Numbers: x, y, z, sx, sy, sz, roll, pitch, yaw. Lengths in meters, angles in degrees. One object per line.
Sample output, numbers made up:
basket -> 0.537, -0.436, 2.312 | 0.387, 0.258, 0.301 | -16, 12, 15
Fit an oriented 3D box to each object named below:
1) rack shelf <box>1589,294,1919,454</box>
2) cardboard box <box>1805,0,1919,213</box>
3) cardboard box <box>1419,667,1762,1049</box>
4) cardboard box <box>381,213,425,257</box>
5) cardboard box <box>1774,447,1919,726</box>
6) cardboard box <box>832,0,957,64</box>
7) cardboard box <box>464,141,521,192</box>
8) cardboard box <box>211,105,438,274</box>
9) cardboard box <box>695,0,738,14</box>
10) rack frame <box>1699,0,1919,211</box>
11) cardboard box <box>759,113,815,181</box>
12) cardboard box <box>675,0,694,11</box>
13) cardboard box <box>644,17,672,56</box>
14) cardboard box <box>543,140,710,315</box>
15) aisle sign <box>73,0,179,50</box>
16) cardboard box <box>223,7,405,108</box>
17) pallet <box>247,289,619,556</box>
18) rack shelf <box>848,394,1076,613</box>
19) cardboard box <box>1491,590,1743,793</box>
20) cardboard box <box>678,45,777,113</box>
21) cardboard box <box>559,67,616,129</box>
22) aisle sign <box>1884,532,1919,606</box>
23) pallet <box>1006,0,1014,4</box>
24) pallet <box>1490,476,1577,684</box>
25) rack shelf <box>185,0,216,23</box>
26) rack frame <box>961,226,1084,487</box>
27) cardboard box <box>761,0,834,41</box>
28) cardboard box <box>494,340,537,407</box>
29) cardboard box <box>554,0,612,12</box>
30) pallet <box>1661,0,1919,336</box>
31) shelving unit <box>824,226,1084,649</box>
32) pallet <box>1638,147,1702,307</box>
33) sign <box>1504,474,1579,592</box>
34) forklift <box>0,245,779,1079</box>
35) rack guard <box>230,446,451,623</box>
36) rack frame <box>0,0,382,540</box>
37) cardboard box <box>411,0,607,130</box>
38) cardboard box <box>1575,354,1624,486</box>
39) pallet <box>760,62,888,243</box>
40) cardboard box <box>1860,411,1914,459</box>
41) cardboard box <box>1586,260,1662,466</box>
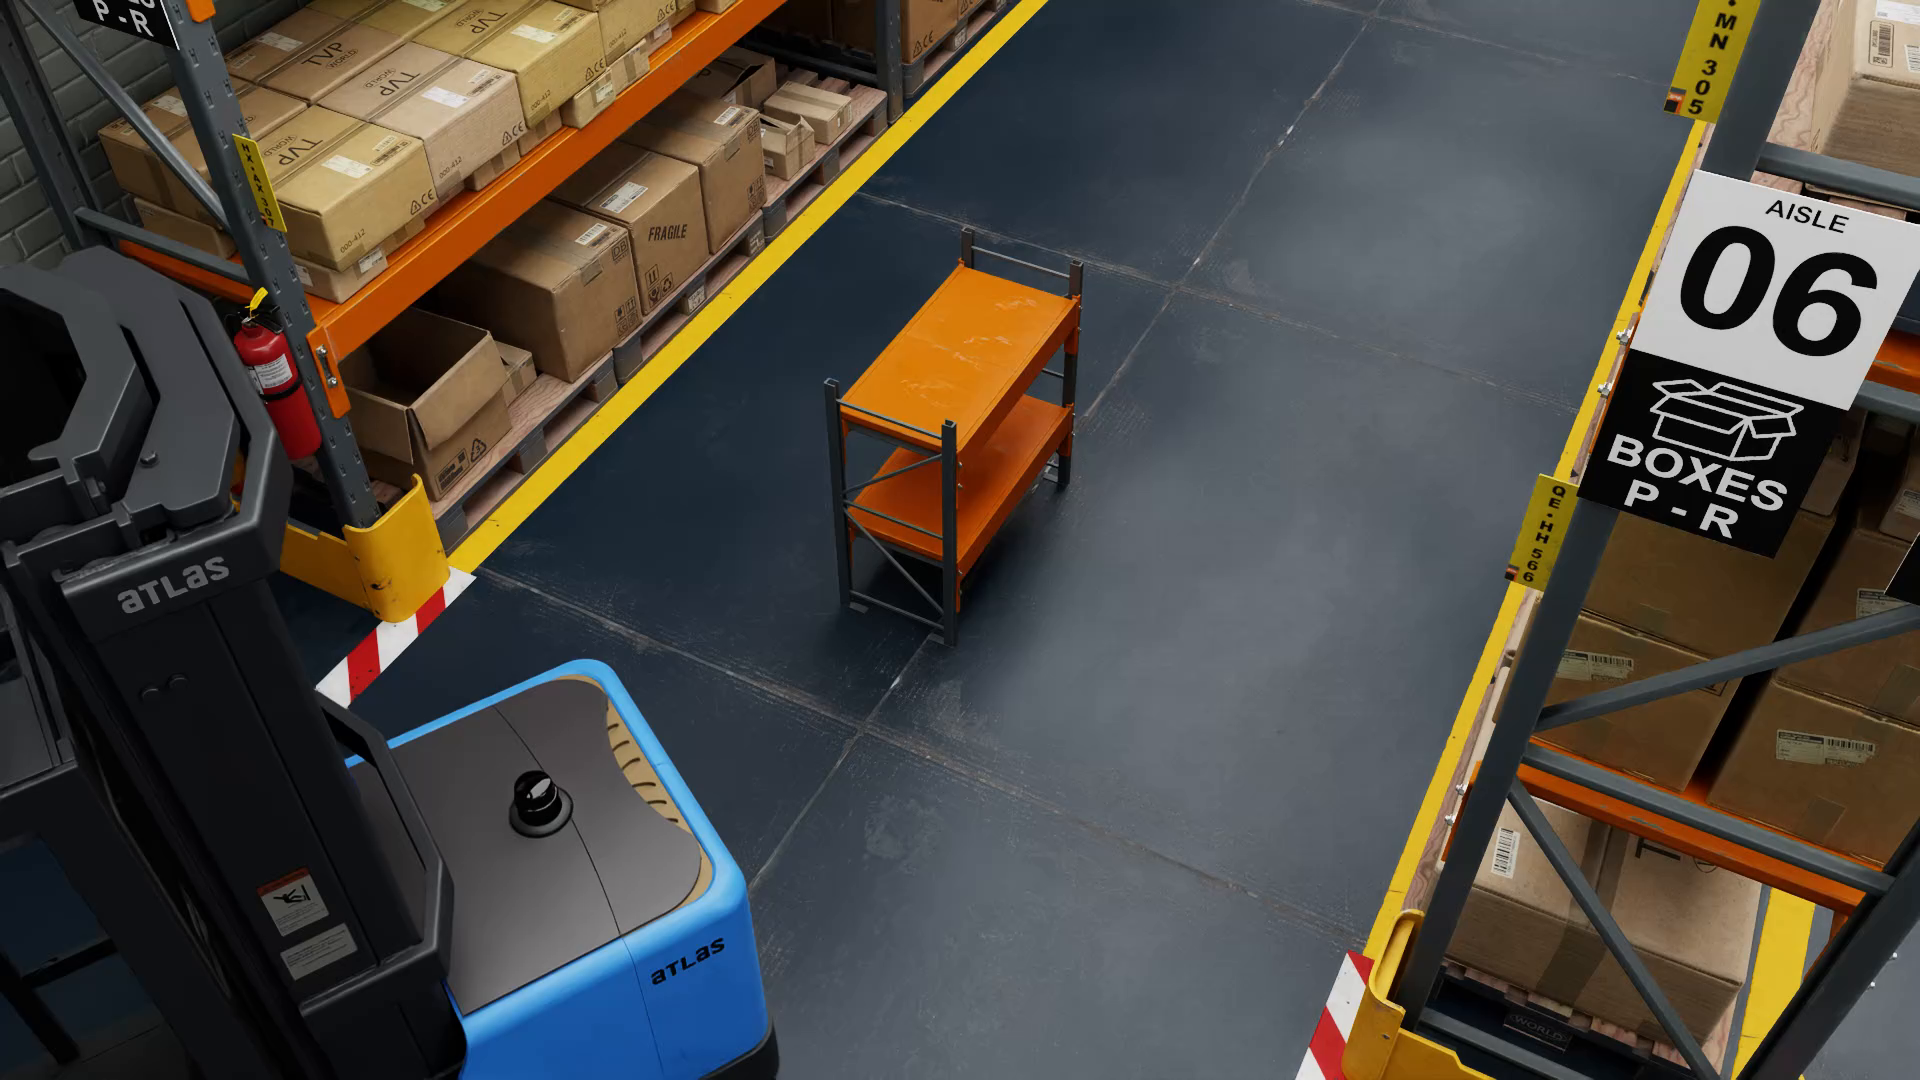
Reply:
rack shelf -> 2.691, -1.394, 4.416 | 1.077, 0.370, 4.000 | 20, 49, 19
cardboard box -> 1.892, -0.831, 3.093 | 0.500, 0.250, 0.500 | 16, 48, 15
cardboard box -> 1.981, 0.971, 5.187 | 0.875, 0.438, 0.875 | 19, 48, 18
cardboard box -> -2.163, -1.173, 5.977 | 0.380, 0.149, 0.250 | 22, 49, 20
cardboard box -> 2.238, 0.072, 3.796 | 0.500, 0.500, 0.500 | 19, 48, 18
cardboard box -> -0.355, -2.989, 9.057 | 0.500, 0.500, 0.500 | 22, 49, 21
cardboard box -> -1.900, -1.489, 6.289 | 0.380, 0.149, 0.250 | 22, 49, 20
cardboard box -> -2.186, -1.218, 5.741 | 0.500, 0.250, 0.500 | 21, 49, 19
cardboard box -> -1.143, -2.447, 7.236 | 0.380, 0.149, 0.250 | 20, 49, 18
rack frame -> 1.763, -1.442, 1.848 | 1.000, 3.000, 0.127 | 20, 49, 19
cardboard box -> -0.943, -2.003, 8.248 | 0.396, 0.266, 0.258 | 22, 49, 20
cardboard box -> -1.261, -2.509, 7.017 | 0.500, 0.250, 0.500 | 20, 49, 19
cardboard box -> -1.435, -2.151, 6.943 | 0.380, 0.149, 0.250 | 20, 49, 19
cardboard box -> -1.502, -1.418, 7.505 | 0.500, 0.500, 0.500 | 21, 49, 20
aisle sign -> -2.407, -1.743, 4.536 | 0.394, 0.787, 0.004 | 20, 49, 19
cardboard box -> -2.416, -1.723, 6.240 | 0.500, 0.250, 0.500 | 21, 49, 19
pallet -> -2.231, -0.540, 7.135 | 1.003, 0.211, 1.213 | 20, 49, 19
rack shelf -> -0.003, -0.219, 6.520 | 0.538, 0.278, 1.000 | 20, 49, 19
cardboard box -> 1.752, 0.241, 4.333 | 0.500, 0.500, 0.500 | 21, 49, 19
cardboard box -> -1.294, -2.354, 8.562 | 0.500, 0.311, 0.500 | 22, 49, 20
cardboard box -> -1.598, -1.793, 6.589 | 0.380, 0.149, 0.250 | 19, 48, 18
aisle sign -> 1.986, -0.106, 2.918 | 0.394, 0.787, 0.004 | 20, 49, 19
pallet -> 0.131, -3.805, 10.363 | 1.003, 0.211, 1.213 | 20, 49, 19
pallet -> 2.632, 0.352, 6.254 | 1.003, 0.211, 1.213 | 20, 49, 19
rack shelf -> -1.707, -3.031, 6.033 | 1.077, 0.370, 4.000 | 20, 49, 19
rack frame -> 0.233, -0.711, 6.662 | 0.500, 1.125, 0.032 | 20, 49, 19
cardboard box -> -0.812, -3.165, 9.231 | 0.500, 0.500, 0.500 | 20, 49, 19
cardboard box -> -2.036, -0.724, 7.065 | 0.380, 0.149, 0.250 | 19, 48, 18
cardboard box -> -1.490, -2.427, 6.409 | 0.500, 0.500, 0.500 | 22, 49, 20
pallet -> 2.098, -0.827, 3.412 | 1.003, 0.211, 1.213 | 20, 49, 19
shelving unit -> -0.003, -0.391, 6.346 | 0.538, 1.125, 1.048 | 20, 49, 19
pallet -> 3.911, -1.384, 7.969 | 1.003, 0.211, 1.213 | 20, 49, 19
sign -> 1.289, -0.011, 3.671 | 0.100, 0.325, 0.005 | 20, 49, 19
forklift -> -2.071, 0.902, 3.798 | 3.031, 2.935, 1.130 | -24, 50, -22
rack guard -> -2.600, -0.139, 6.535 | 1.175, 0.500, 0.348 | 20, 49, 19
rack frame -> -2.635, -0.969, 5.599 | 1.000, 3.000, 0.127 | 20, 49, 19
cardboard box -> -1.720, -1.856, 6.372 | 0.500, 0.250, 0.500 | 20, 49, 18
cardboard box -> 2.818, -0.175, 6.321 | 0.875, 0.438, 0.875 | 19, 48, 18
pallet -> -1.098, -2.077, 8.654 | 1.003, 0.211, 1.213 | 20, 49, 19
cardboard box -> 2.232, -0.268, 3.677 | 0.380, 0.149, 0.250 | 22, 49, 20
cardboard box -> 1.992, -0.441, 4.303 | 0.500, 0.500, 0.500 | 21, 49, 19
